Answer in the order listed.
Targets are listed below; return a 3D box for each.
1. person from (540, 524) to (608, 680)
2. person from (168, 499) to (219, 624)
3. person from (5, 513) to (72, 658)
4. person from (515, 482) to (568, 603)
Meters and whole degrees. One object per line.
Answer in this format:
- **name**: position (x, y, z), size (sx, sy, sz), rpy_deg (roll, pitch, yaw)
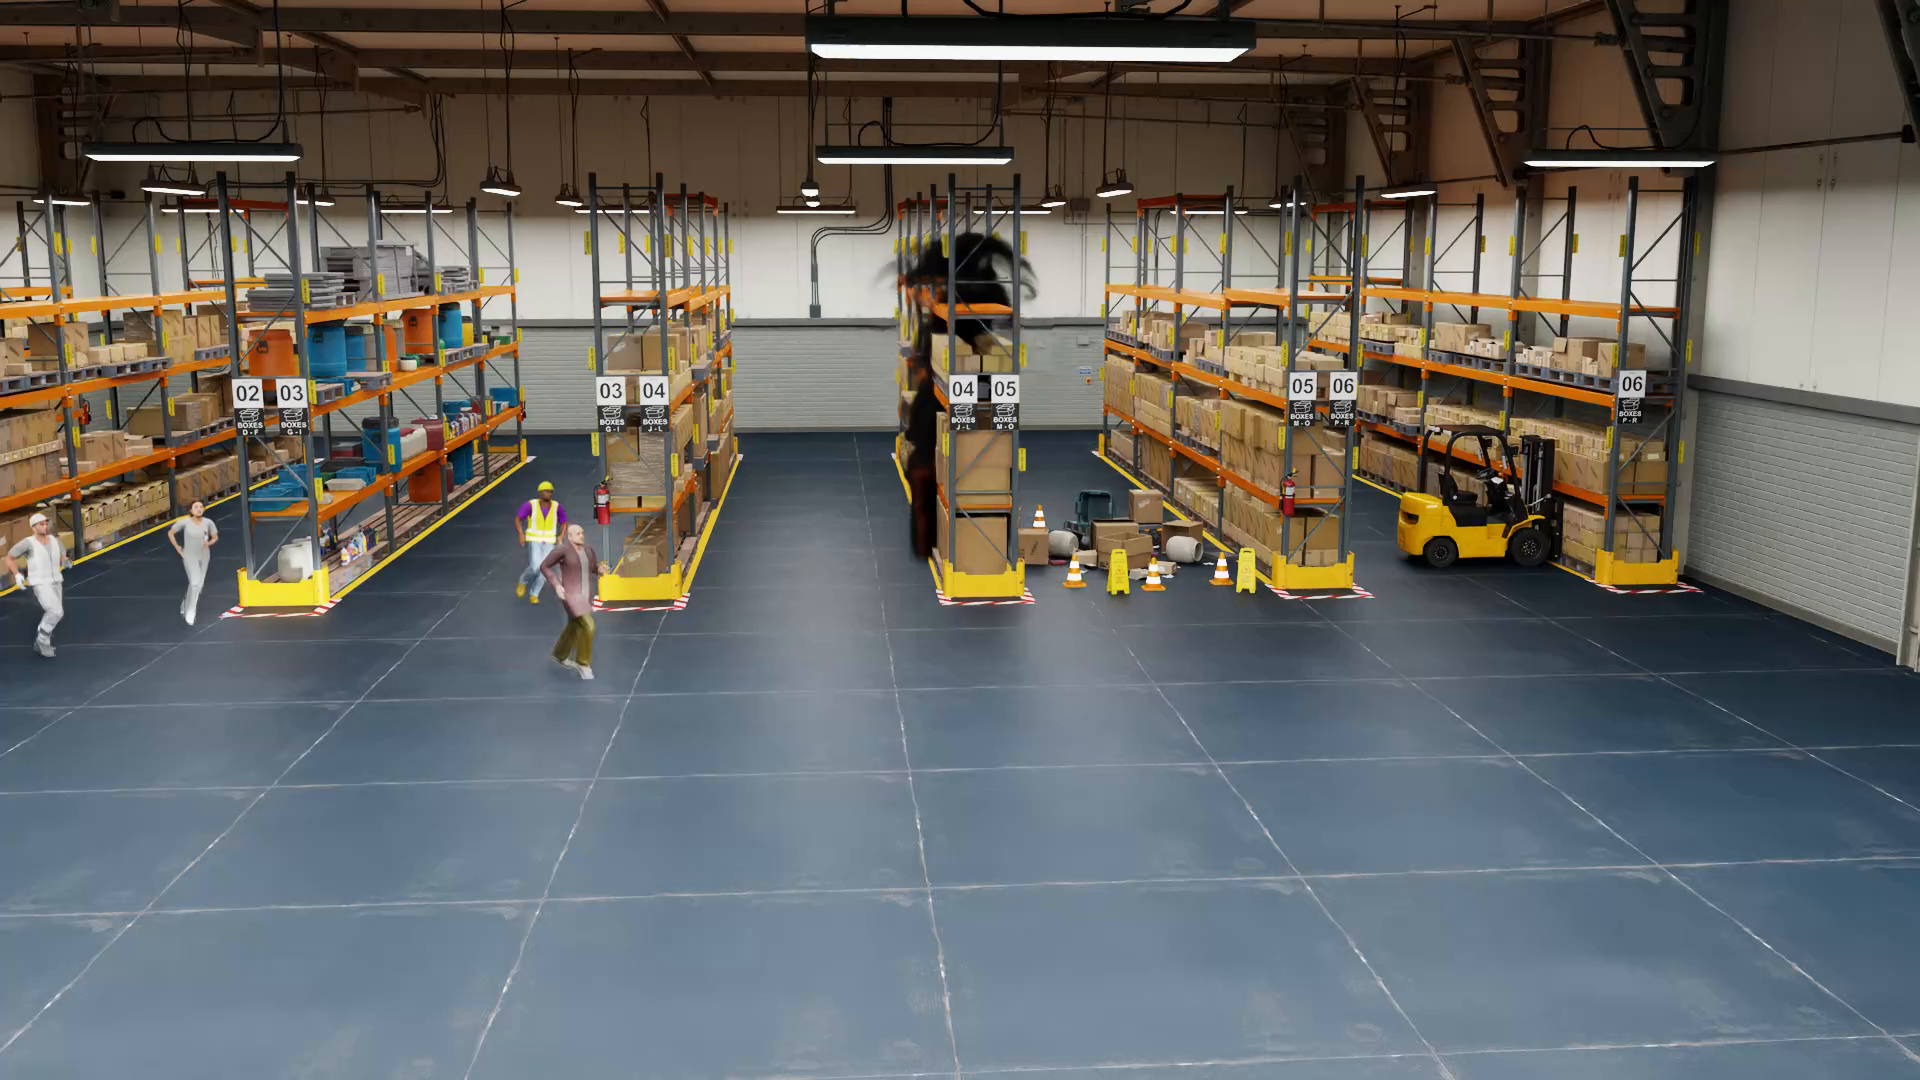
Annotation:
- **person**: position (-4.508, 0.769, 19.599), size (0.844, 1.770, 0.665), rpy_deg (5, 11, 27)
- **person**: position (-10.290, 0.277, 22.423), size (0.587, 1.681, 0.648), rpy_deg (-9, 14, -43)
- **person**: position (-11.184, 0.558, 20.390), size (0.688, 1.773, 0.648), rpy_deg (4, 11, 19)
- **person**: position (-5.945, 0.018, 23.687), size (0.744, 1.707, 0.559), rpy_deg (-6, 12, -30)
